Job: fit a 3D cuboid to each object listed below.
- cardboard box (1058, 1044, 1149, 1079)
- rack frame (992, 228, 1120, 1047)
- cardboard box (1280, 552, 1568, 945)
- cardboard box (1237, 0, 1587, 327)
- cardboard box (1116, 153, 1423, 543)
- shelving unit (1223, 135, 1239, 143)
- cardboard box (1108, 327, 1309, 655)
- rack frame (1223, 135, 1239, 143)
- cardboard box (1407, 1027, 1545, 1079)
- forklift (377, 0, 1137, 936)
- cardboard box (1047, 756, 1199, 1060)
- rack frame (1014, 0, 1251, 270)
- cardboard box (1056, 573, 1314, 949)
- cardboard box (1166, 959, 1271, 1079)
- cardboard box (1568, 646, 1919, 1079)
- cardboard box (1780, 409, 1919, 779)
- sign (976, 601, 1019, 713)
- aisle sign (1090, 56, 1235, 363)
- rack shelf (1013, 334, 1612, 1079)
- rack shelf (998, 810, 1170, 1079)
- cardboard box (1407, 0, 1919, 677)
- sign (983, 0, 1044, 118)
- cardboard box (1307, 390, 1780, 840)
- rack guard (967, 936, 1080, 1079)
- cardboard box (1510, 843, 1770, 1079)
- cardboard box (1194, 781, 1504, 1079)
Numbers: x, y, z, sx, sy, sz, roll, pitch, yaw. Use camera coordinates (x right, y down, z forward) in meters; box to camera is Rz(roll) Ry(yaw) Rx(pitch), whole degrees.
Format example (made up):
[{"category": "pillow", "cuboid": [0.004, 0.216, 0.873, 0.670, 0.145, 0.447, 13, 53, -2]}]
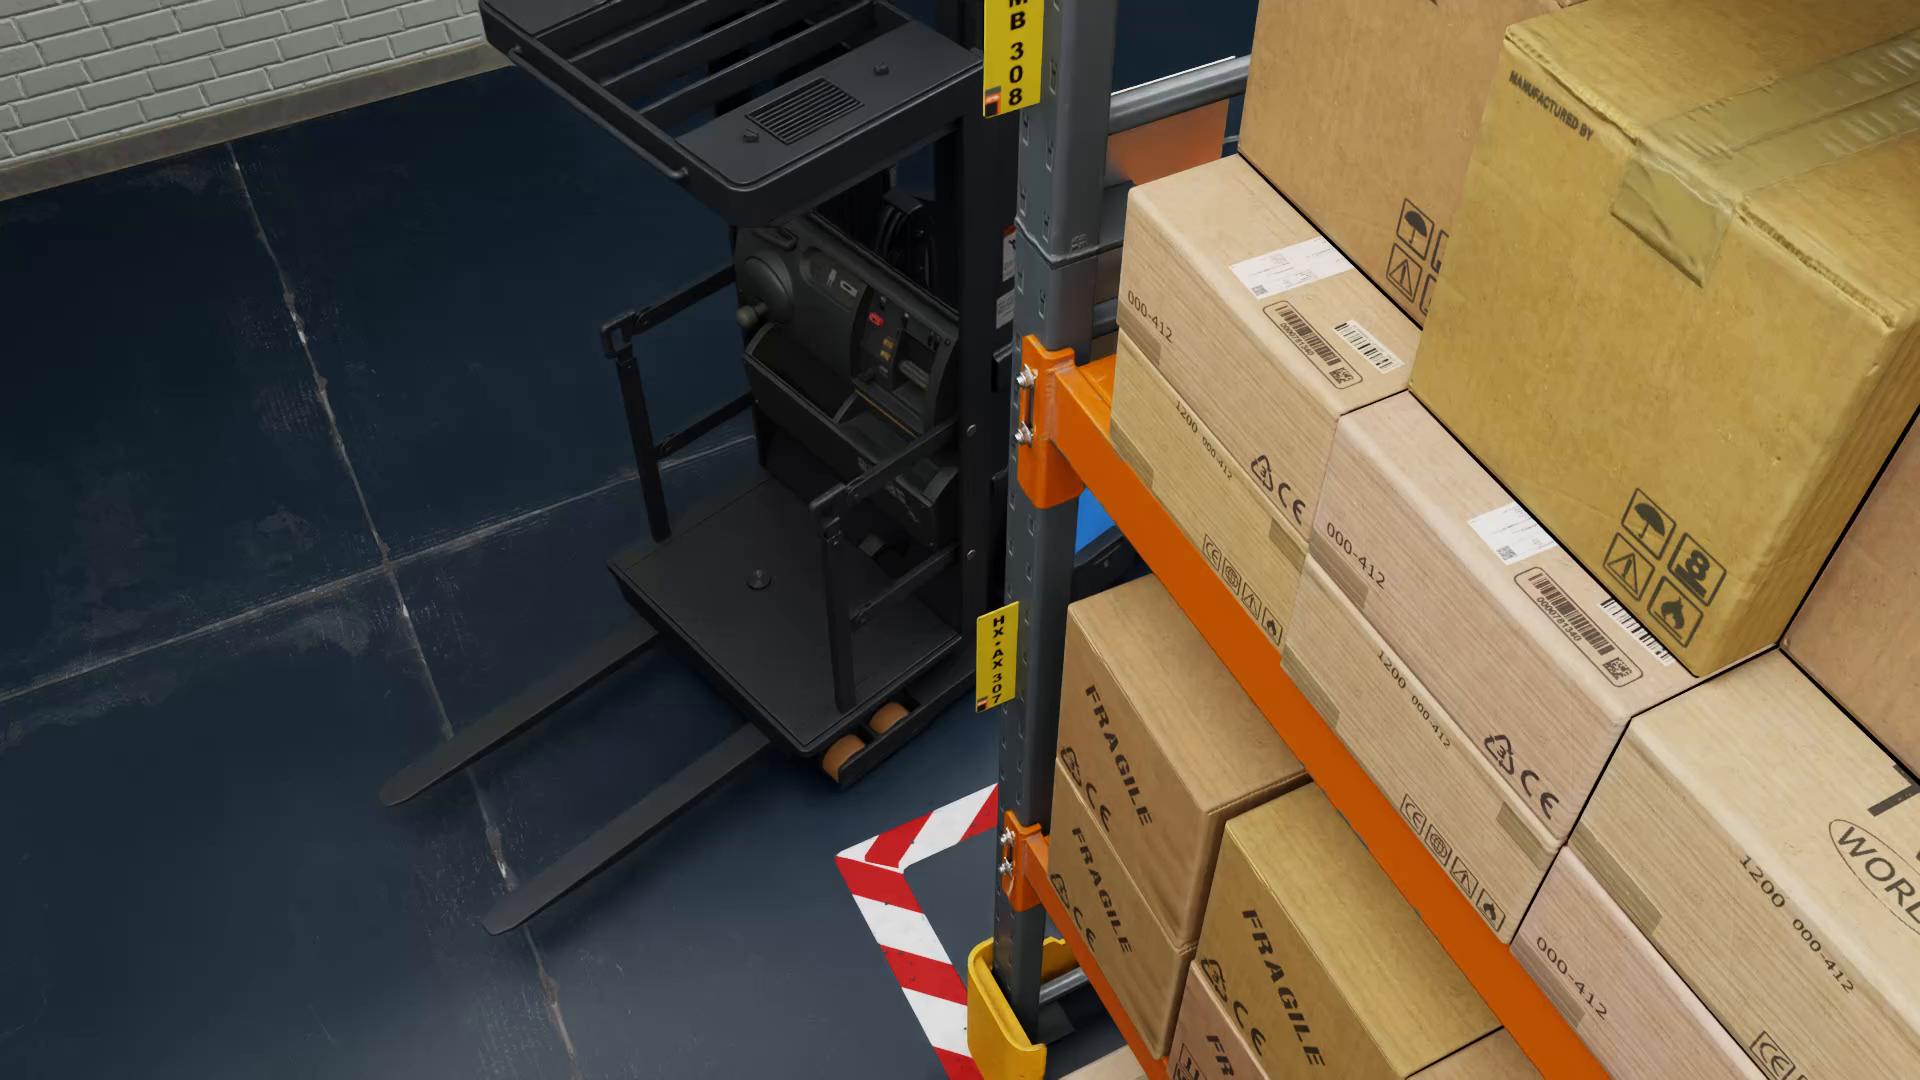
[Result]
[{"category": "cardboard box", "cuboid": [0.448, 1.537, 4.514, 0.380, 0.149, 0.250, -21, 52, -18]}, {"category": "rack frame", "cuboid": [0.562, 0.345, 3.956, 1.000, 3.000, 0.127, -21, 52, -18]}, {"category": "cardboard box", "cuboid": [0.788, 0.177, 2.209, 0.500, 0.250, 0.500, -21, 52, -18]}, {"category": "cardboard box", "cuboid": [0.812, -0.667, 2.117, 0.700, 0.500, 0.500, -21, 52, -18]}, {"category": "cardboard box", "cuboid": [0.566, -0.324, 2.316, 0.500, 0.250, 0.500, -21, 52, -18]}, {"category": "shelving unit", "cuboid": [1.111, -0.680, 5.848, 0.431, 1.500, 0.755, -15, 50, -13]}, {"category": "cardboard box", "cuboid": [0.571, -0.162, 2.506, 0.500, 0.250, 0.500, -21, 52, -18]}, {"category": "rack frame", "cuboid": [0.989, -0.940, 6.075, 0.400, 1.500, 0.023, -15, 50, -13]}, {"category": "cardboard box", "cuboid": [1.001, 1.054, 2.604, 0.500, 0.500, 0.500, -21, 52, -17]}, {"category": "forklift", "cuboid": [-0.506, -0.603, 4.830, 3.031, 2.935, 1.130, -35, 57, -27]}, {"category": "cardboard box", "cuboid": [0.531, 0.700, 3.579, 0.500, 0.500, 0.500, -20, 52, -17]}, {"category": "rack frame", "cuboid": [0.562, -1.630, 1.697, 1.000, 3.000, 0.127, -21, 52, -18]}, {"category": "cardboard box", "cuboid": [0.531, 0.371, 3.202, 0.500, 0.500, 0.500, -20, 52, -16]}, {"category": "cardboard box", "cuboid": [0.771, 1.043, 3.278, 0.500, 0.500, 0.500, -22, 52, -18]}, {"category": "cardboard box", "cuboid": [1.023, 0.345, 1.730, 0.500, 0.250, 0.500, -21, 52, -18]}, {"category": "cardboard box", "cuboid": [1.289, -0.005, 1.538, 0.700, 0.500, 0.500, -21, 52, -18]}, {"category": "sign", "cuboid": [0.080, 0.247, 3.466, 0.100, 0.325, 0.005, -21, 52, -18]}, {"category": "aisle sign", "cuboid": [0.270, -0.456, 2.929, 0.394, 0.787, 0.004, -21, 52, -18]}, {"category": "rack shelf", "cuboid": [1.477, 0.933, 1.927, 1.077, 0.370, 4.000, -21, 52, -18]}, {"category": "rack shelf", "cuboid": [1.477, 1.920, 3.056, 1.077, 0.370, 4.000, -21, 52, -18]}, {"category": "cardboard box", "cuboid": [0.965, -0.303, 1.799, 0.700, 0.500, 0.500, -21, 52, -18]}, {"category": "sign", "cuboid": [0.080, -0.743, 2.334, 0.100, 0.325, 0.005, -21, 52, -18]}, {"category": "cardboard box", "cuboid": [0.788, 0.013, 2.021, 0.500, 0.250, 0.500, -21, 52, -18]}, {"category": "rack guard", "cuboid": [0.597, 1.219, 4.852, 1.175, 0.500, 0.348, -21, 52, -18]}, {"category": "cardboard box", "cuboid": [1.019, 0.511, 1.917, 0.500, 0.250, 0.500, -21, 52, -18]}, {"category": "cardboard box", "cuboid": [0.776, 0.718, 2.899, 0.500, 0.500, 0.500, -21, 52, -17]}]
